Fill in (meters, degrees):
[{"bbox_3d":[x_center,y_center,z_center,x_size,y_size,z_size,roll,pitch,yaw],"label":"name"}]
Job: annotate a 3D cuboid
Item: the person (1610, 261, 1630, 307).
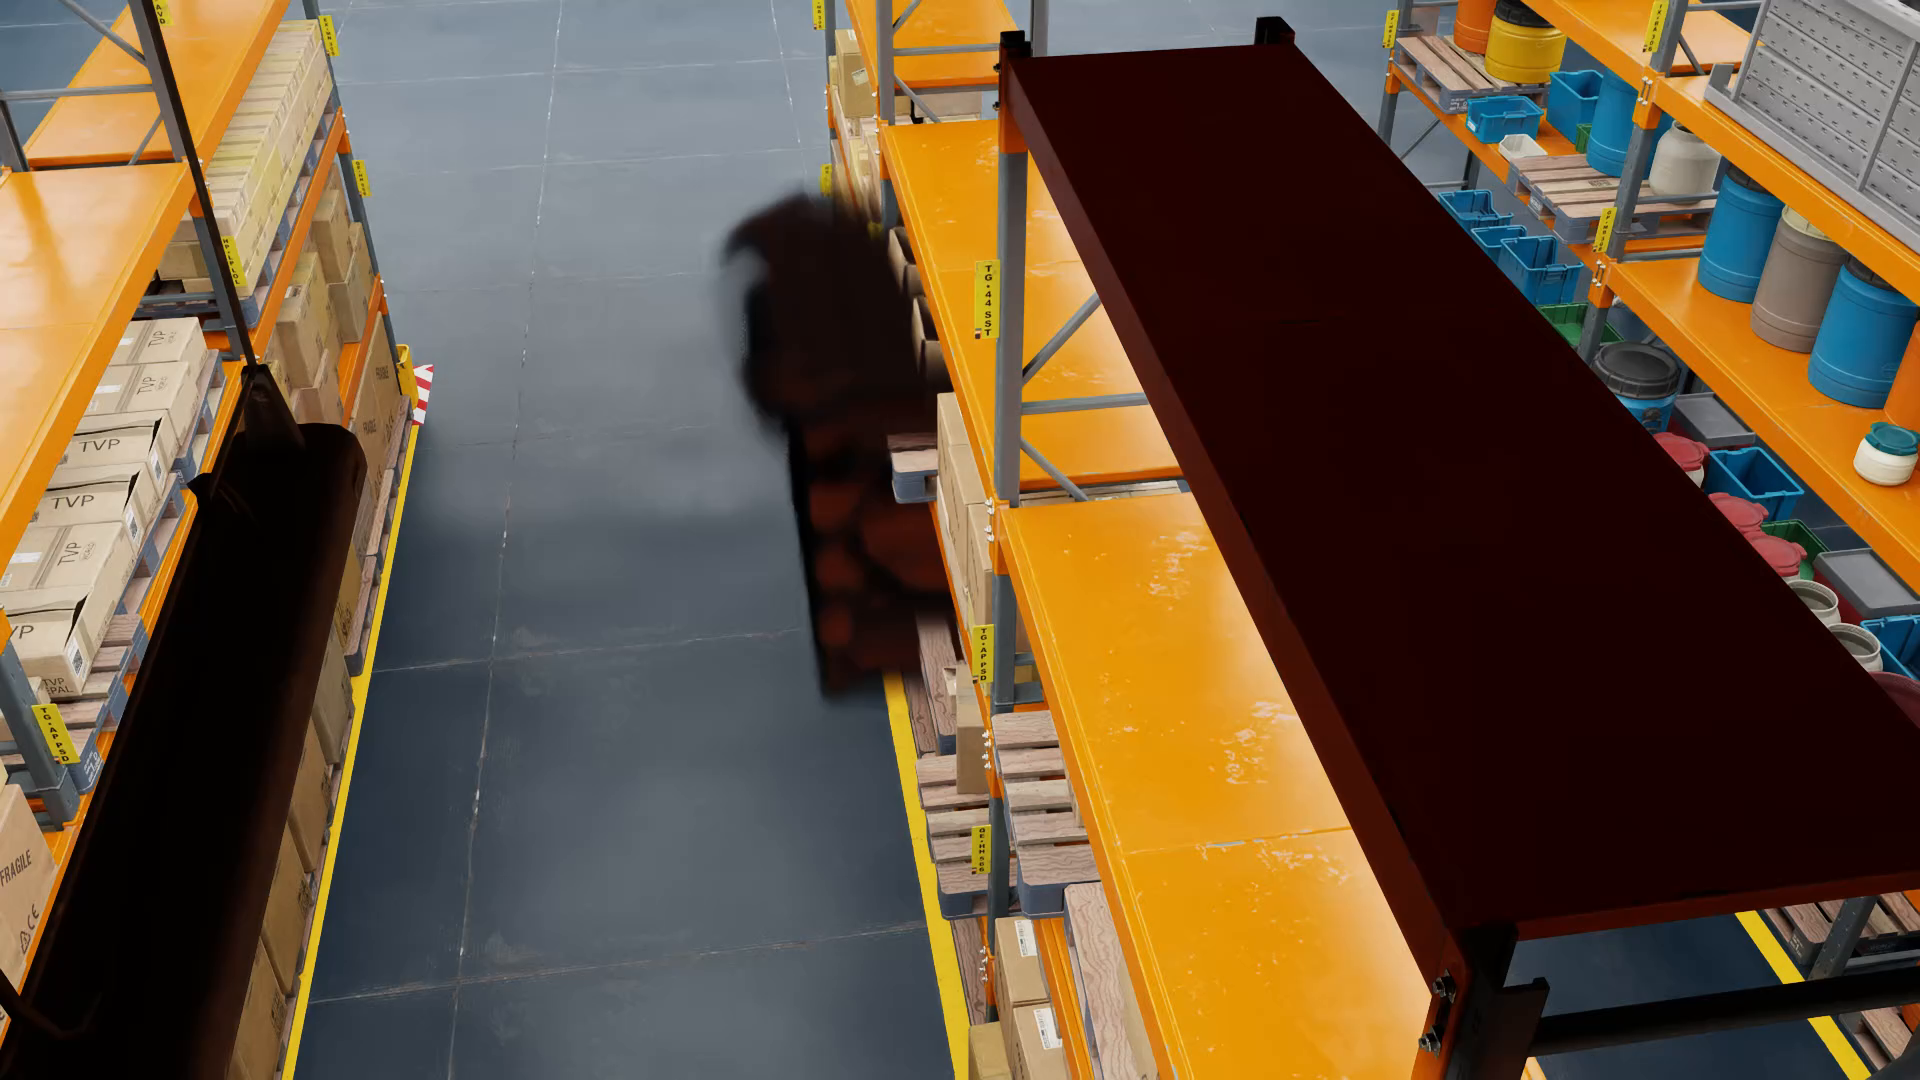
[{"bbox_3d":[6.587,-3.210,16.352,0.390,1.761,0.692,7,37,9],"label":"person"}]
